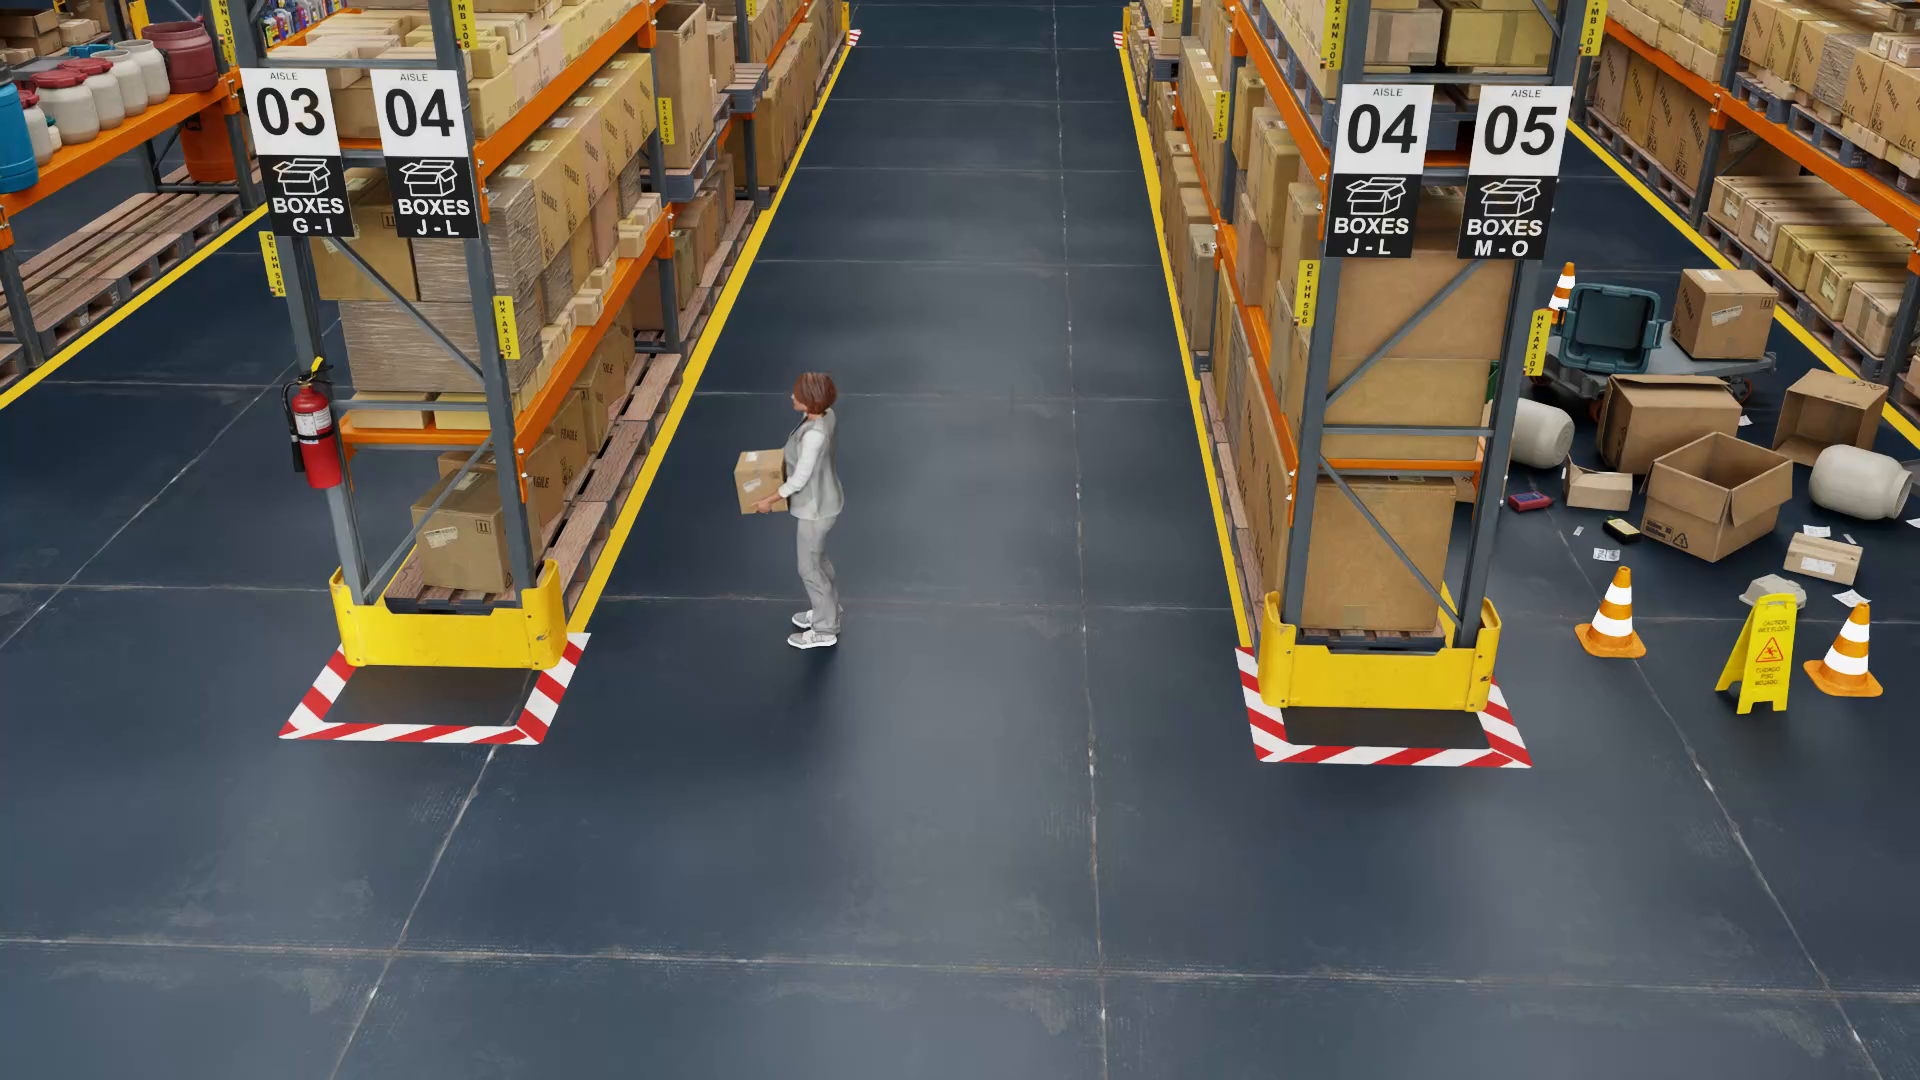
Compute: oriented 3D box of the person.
[{"bbox_3d":[-0.867,-0.169,8.943,0.489,1.596,0.425,1,28,2],"label":"person"}]
